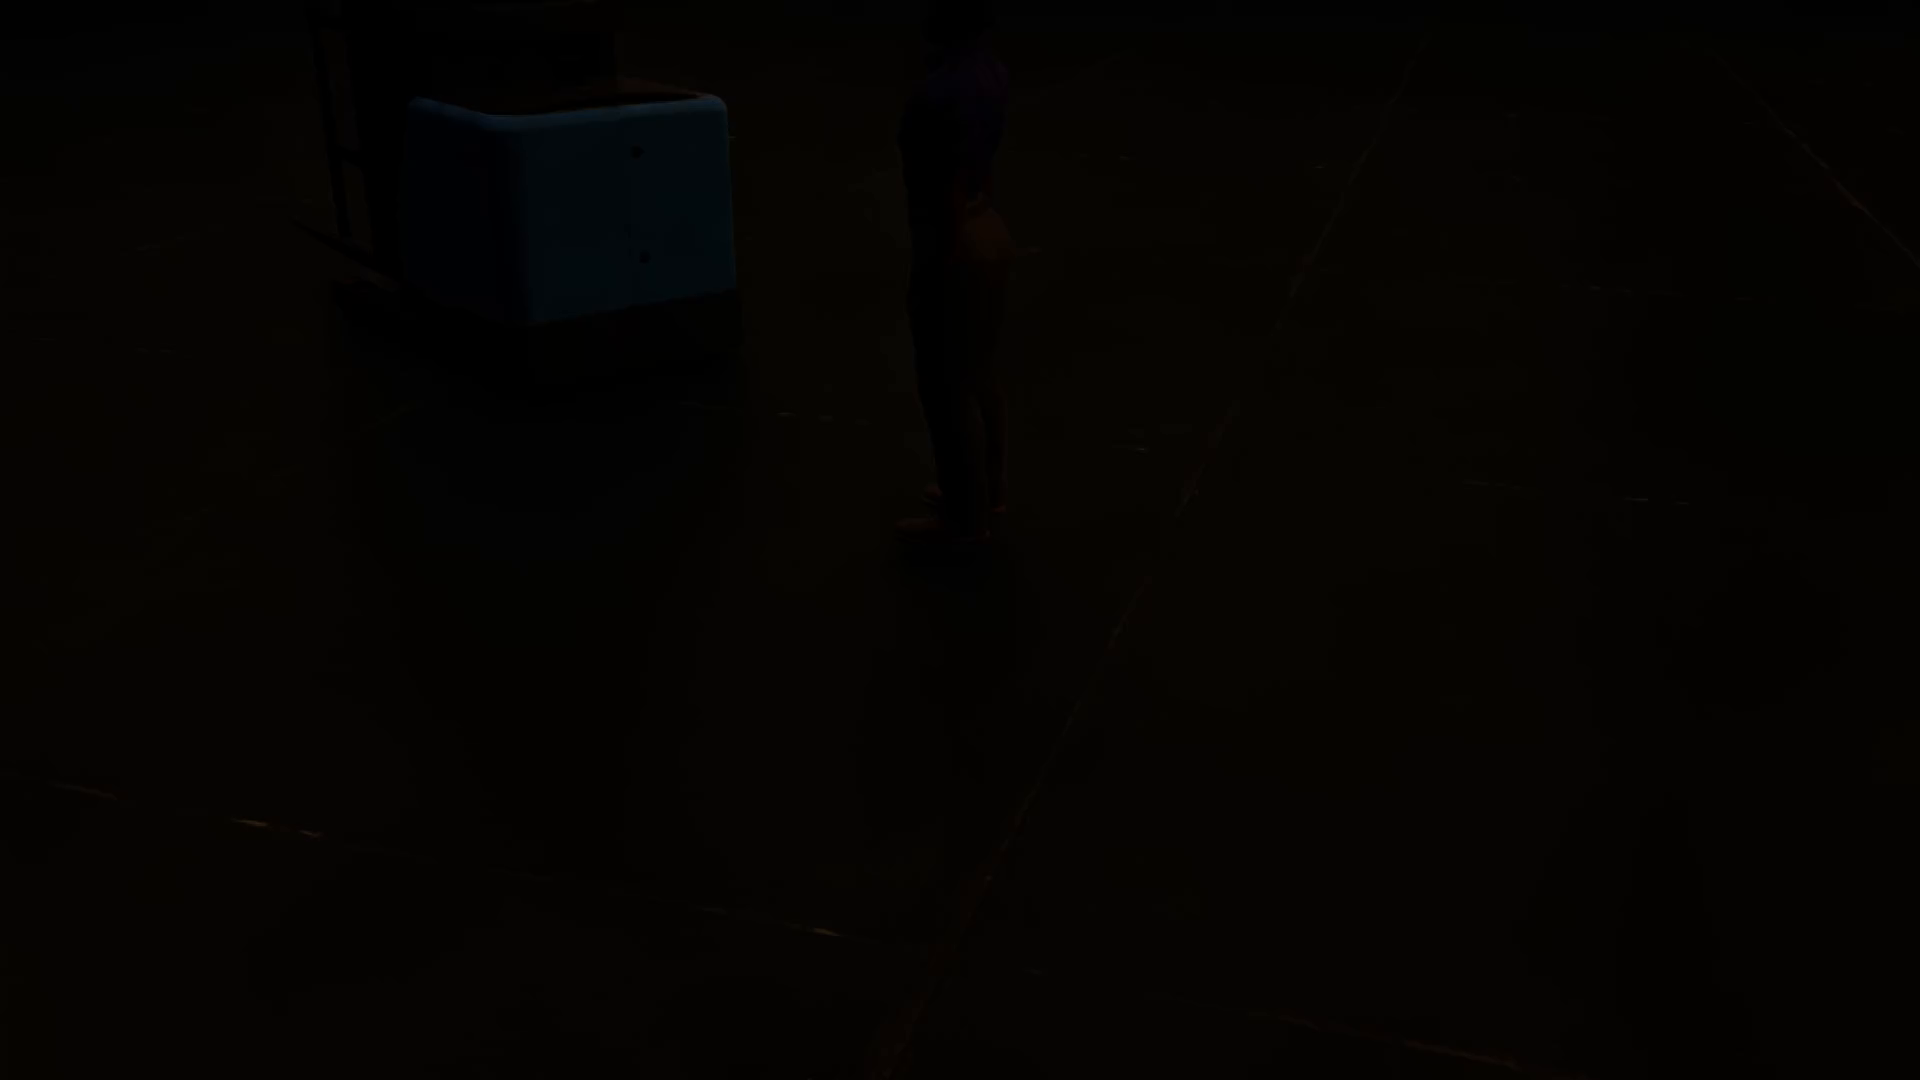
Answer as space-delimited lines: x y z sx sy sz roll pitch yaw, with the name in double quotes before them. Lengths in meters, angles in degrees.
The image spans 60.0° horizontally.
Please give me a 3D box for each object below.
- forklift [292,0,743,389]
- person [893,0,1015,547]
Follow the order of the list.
"forklift" -2.218 -2.429 7.164 1.130 2.935 3.031 -17 28 -35
"person" -0.021 -0.807 4.802 0.320 1.662 0.446 7 23 16
